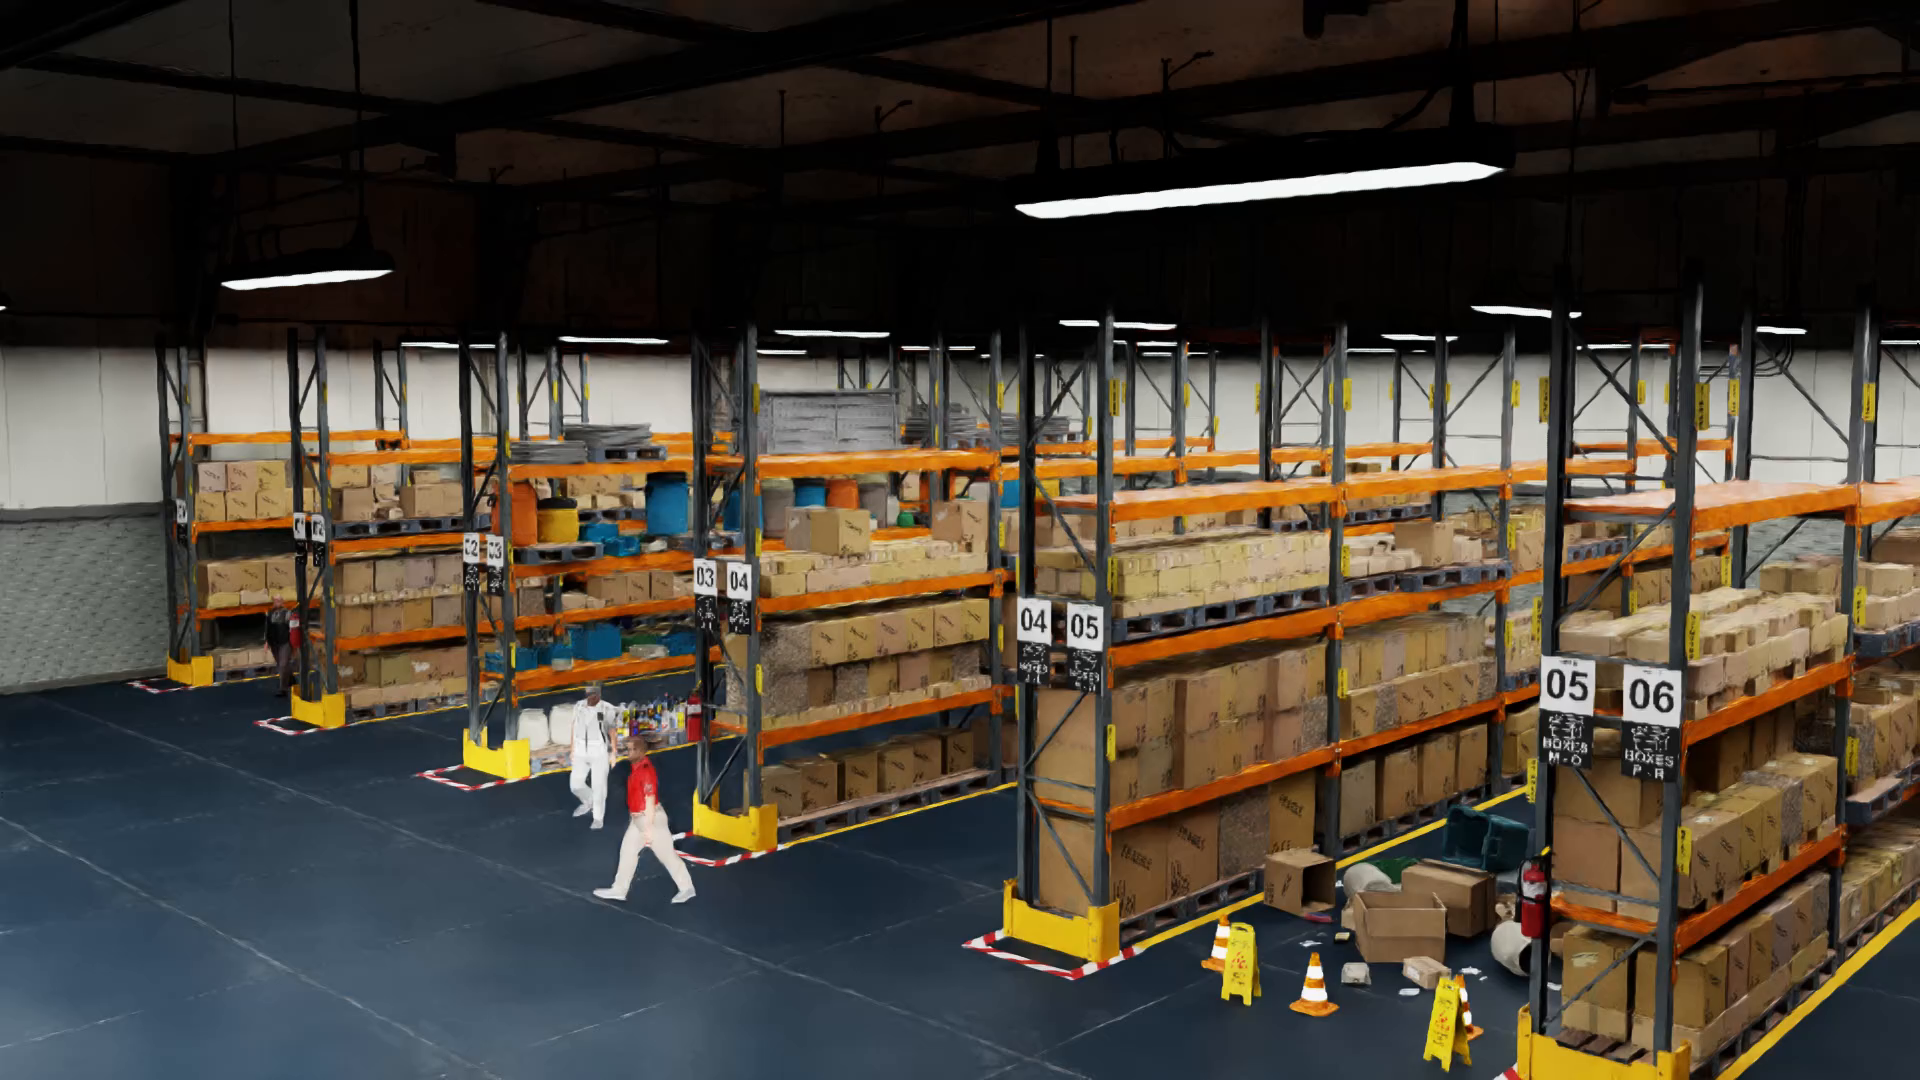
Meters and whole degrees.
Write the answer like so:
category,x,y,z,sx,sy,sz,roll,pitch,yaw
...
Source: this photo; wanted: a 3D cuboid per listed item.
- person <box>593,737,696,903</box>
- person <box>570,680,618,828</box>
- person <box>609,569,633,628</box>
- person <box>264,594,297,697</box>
category,x,y,z,sx,sy,sz,roll,pitch,yaw
person,-3.138,2.777,16.533,0.966,1.677,0.586,-2,6,-23
person,-4.285,2.470,19.466,0.598,1.753,0.561,1,5,6
person,-6.567,1.342,32.351,0.625,1.596,0.517,5,7,40
person,-11.307,1.728,27.649,0.581,1.695,0.927,2,6,16
